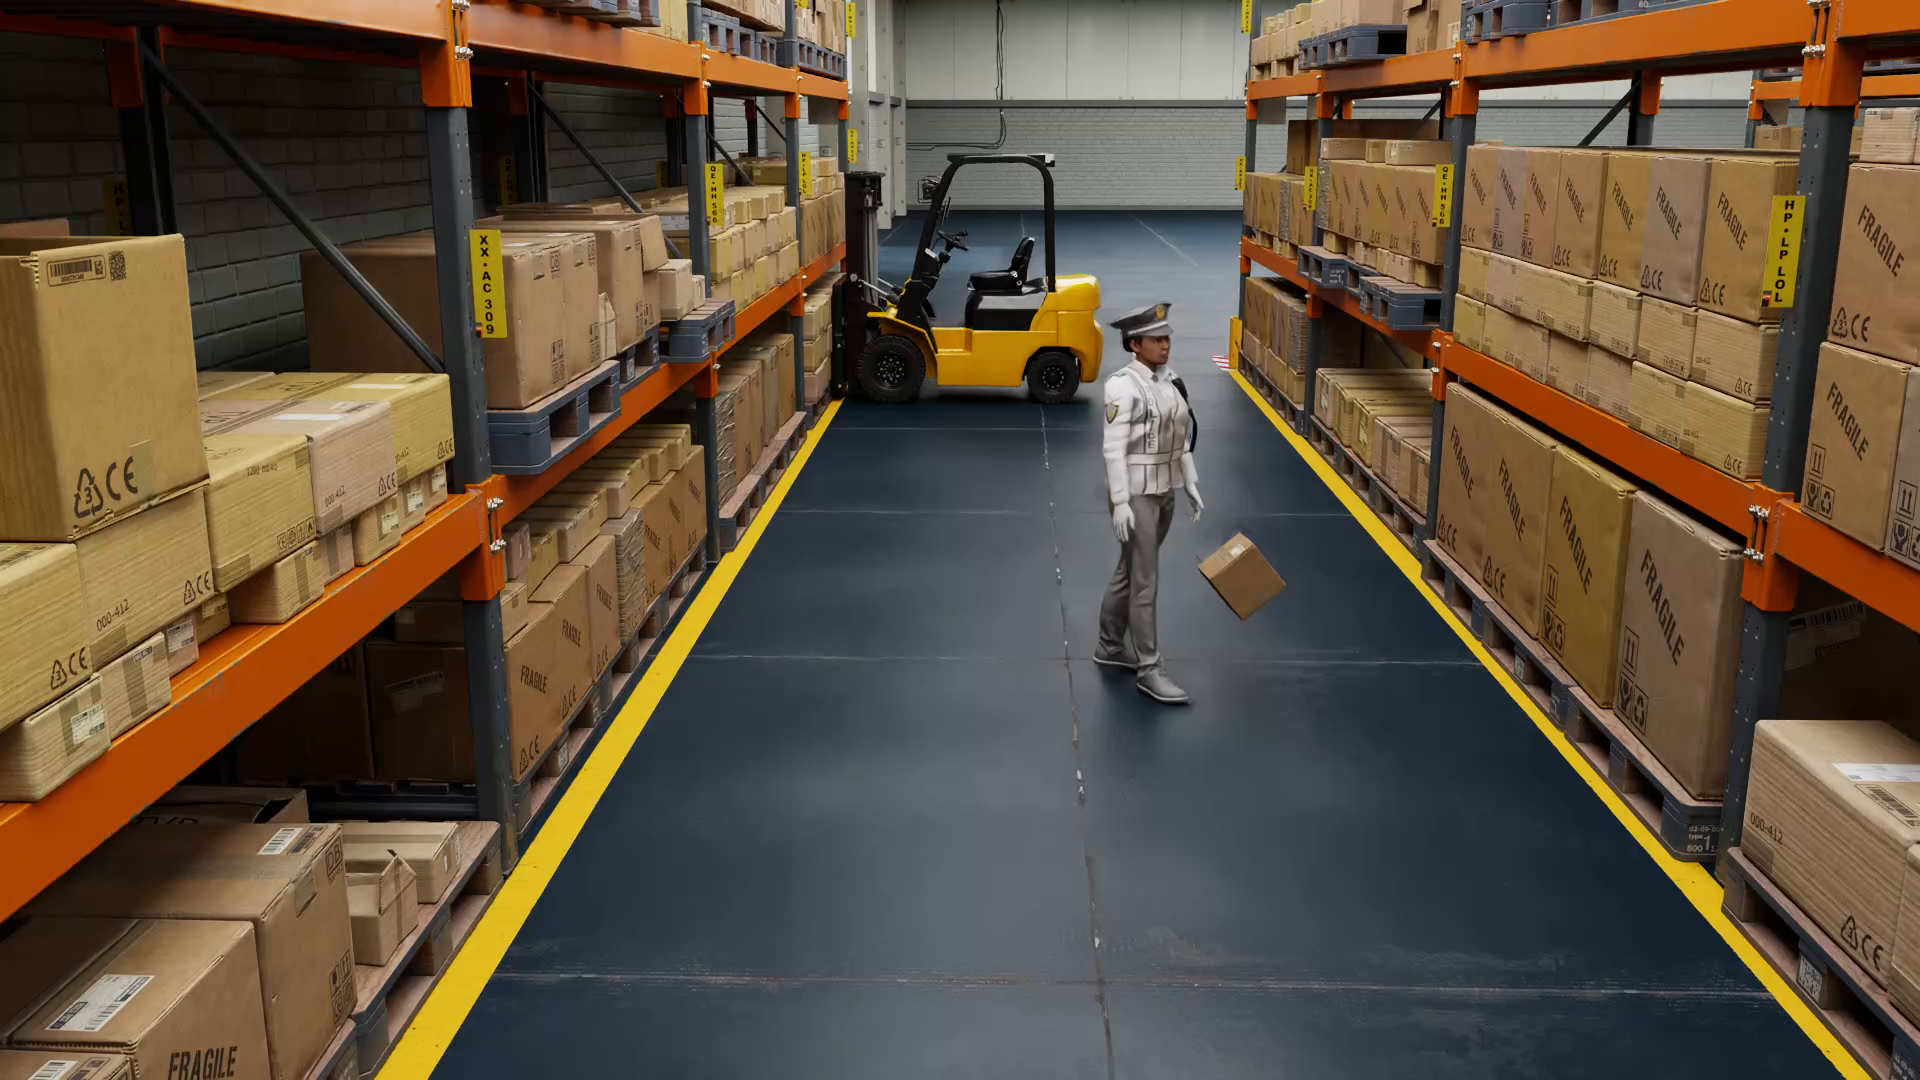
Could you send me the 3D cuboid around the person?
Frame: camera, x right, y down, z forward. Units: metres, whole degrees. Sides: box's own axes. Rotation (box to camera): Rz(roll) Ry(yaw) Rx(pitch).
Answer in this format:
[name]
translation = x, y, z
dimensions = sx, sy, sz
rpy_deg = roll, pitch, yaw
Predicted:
[person]
translation = 0.811, -0.181, 7.170
dimensions = 0.597, 1.681, 0.584
rpy_deg = 10, 17, 35
